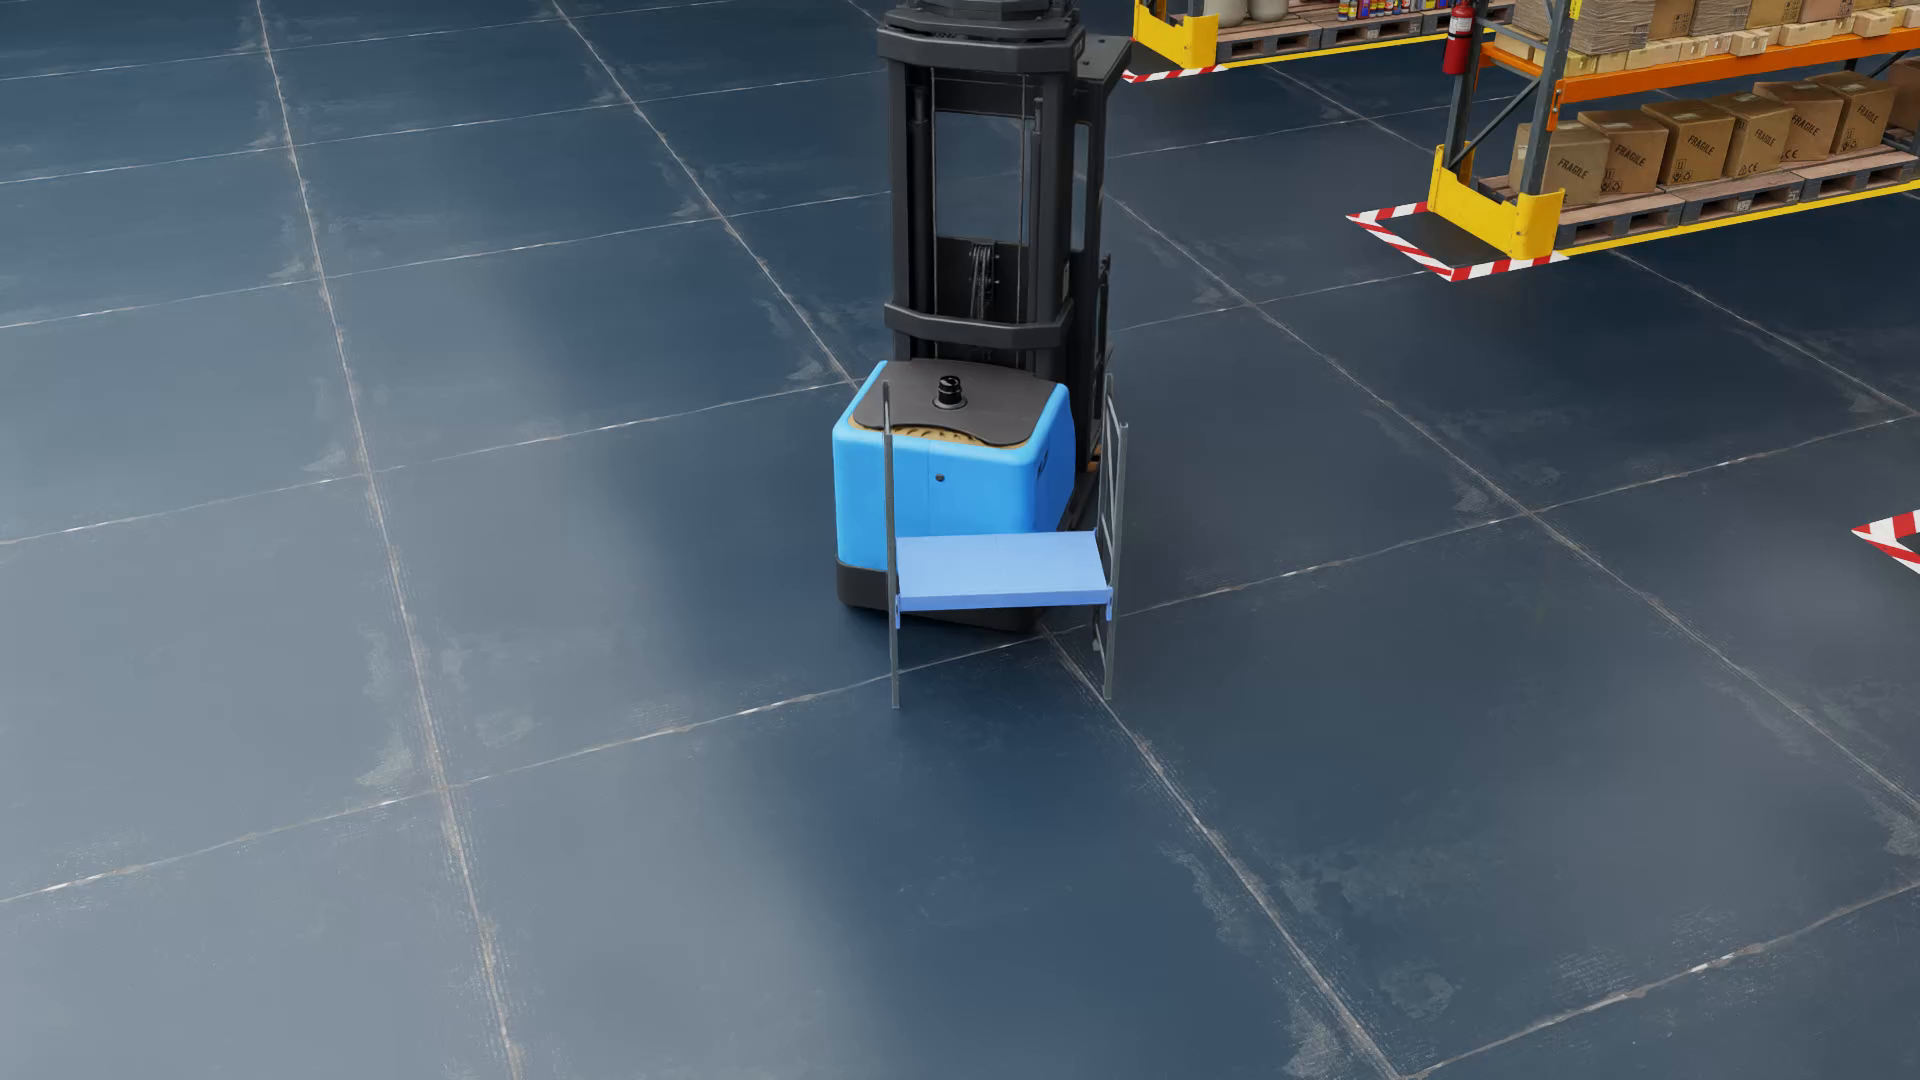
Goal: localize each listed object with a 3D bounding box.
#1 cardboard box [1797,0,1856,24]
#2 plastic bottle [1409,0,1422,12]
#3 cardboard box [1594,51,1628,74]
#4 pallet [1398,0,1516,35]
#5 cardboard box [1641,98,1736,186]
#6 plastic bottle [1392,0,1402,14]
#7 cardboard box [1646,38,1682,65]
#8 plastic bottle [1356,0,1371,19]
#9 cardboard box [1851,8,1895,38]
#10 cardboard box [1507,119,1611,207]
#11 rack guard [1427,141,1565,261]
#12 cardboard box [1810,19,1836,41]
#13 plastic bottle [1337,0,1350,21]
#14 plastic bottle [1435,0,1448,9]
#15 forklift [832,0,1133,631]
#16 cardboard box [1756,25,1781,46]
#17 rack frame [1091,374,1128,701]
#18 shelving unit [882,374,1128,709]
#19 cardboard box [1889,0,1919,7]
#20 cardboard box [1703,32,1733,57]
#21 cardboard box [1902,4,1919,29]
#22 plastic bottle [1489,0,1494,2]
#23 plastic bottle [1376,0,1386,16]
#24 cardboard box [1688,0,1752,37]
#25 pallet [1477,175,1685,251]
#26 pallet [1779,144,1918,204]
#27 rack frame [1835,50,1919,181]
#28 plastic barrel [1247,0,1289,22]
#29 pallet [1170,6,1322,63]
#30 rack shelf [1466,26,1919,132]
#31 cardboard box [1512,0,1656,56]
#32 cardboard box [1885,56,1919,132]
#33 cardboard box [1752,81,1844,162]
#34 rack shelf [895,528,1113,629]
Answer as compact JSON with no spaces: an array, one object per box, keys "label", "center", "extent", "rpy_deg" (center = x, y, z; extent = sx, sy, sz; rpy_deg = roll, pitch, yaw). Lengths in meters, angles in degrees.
[{"label":"cardboard box","center":[6.359,-4.341,12.724],"extent":[0.500,0.500,0.875],"rpy_deg":[-13,35,-19]},{"label":"plastic bottle","center":[4.669,-5.594,17.108],"extent":[0.135,0.276,0.152],"rpy_deg":[-12,35,-18]},{"label":"cardboard box","center":[4.600,-3.516,12.051],"extent":[0.250,0.149,0.380],"rpy_deg":[-13,35,-19]},{"label":"pallet","center":[5.142,-5.683,17.709],"extent":[1.213,0.211,1.003],"rpy_deg":[-13,35,-19]},{"label":"cardboard box","center":[5.711,-3.155,13.174],"extent":[0.500,0.500,0.500],"rpy_deg":[-10,34,-14]},{"label":"plastic bottle","center":[4.477,-5.531,17.017],"extent":[0.097,0.271,0.097],"rpy_deg":[0,33,0]},{"label":"cardboard box","center":[5.058,-3.624,12.218],"extent":[0.250,0.149,0.380],"rpy_deg":[-13,35,-19]},{"label":"plastic bottle","center":[4.097,-5.439,16.864],"extent":[0.133,0.283,0.061],"rpy_deg":[-12,35,-18]},{"label":"cardboard box","center":[6.935,-4.004,12.802],"extent":[0.250,0.149,0.380],"rpy_deg":[-13,35,-19]},{"label":"cardboard box","center":[4.589,-2.889,12.765],"extent":[0.500,0.500,0.500],"rpy_deg":[-7,34,-10]},{"label":"rack guard","center":[4.077,-2.606,12.715],"extent":[0.348,0.500,1.175],"rpy_deg":[-13,35,-19]},{"label":"cardboard box","center":[6.438,-3.945,12.711],"extent":[0.250,0.149,0.380],"rpy_deg":[-13,35,-19]},{"label":"plastic bottle","center":[3.881,-5.395,16.808],"extent":[0.097,0.271,0.097],"rpy_deg":[0,33,0]},{"label":"plastic bottle","center":[4.984,-5.642,17.176],"extent":[0.133,0.283,0.061],"rpy_deg":[-11,35,-16]},{"label":"forklift","center":[0.252,-1.568,8.891],"extent":[1.130,2.935,3.031],"rpy_deg":[9,34,13]},{"label":"cardboard box","center":[5.961,-3.860,12.580],"extent":[0.250,0.149,0.380],"rpy_deg":[-13,35,-19]},{"label":"rack frame","center":[0.694,0.007,7.783],"extent":[0.032,1.500,0.500],"rpy_deg":[-2,33,-3]},{"label":"shelving unit","center":[0.187,0.024,7.755],"extent":[1.048,1.500,0.538],"rpy_deg":[-2,33,-3]},{"label":"cardboard box","center":[7.256,-4.585,13.100],"extent":[0.500,0.500,0.875],"rpy_deg":[-13,35,-19]},{"label":"cardboard box","center":[5.512,-3.740,12.396],"extent":[0.250,0.149,0.380],"rpy_deg":[-13,35,-19]},{"label":"cardboard box","center":[7.376,-4.136,13.004],"extent":[0.250,0.149,0.380],"rpy_deg":[-13,35,-19]},{"label":"plastic bottle","center":[5.563,-5.751,17.419],"extent":[0.097,0.201,0.097],"rpy_deg":[0,33,0]},{"label":"plastic bottle","center":[4.290,-5.489,16.951],"extent":[0.097,0.271,0.097],"rpy_deg":[0,33,0]},{"label":"cardboard box","center":[5.417,-4.156,12.441],"extent":[0.500,0.500,0.875],"rpy_deg":[-13,35,-19]},{"label":"pallet","center":[4.839,-2.639,13.030],"extent":[1.213,0.211,1.003],"rpy_deg":[-13,35,-19]},{"label":"pallet","center":[7.089,-3.154,13.821],"extent":[1.213,0.211,1.003],"rpy_deg":[-13,35,-19]},{"label":"rack frame","center":[7.695,-4.482,13.306],"extent":[0.127,3.000,1.000],"rpy_deg":[-13,35,-19]},{"label":"plastic barrel","center":[3.129,-5.545,16.835],"extent":[0.421,0.512,0.421],"rpy_deg":[0,33,0]},{"label":"pallet","center":[2.892,-5.168,16.917],"extent":[1.213,0.211,1.003],"rpy_deg":[-13,35,-19]},{"label":"rack shelf","center":[5.851,-3.758,12.853],"extent":[4.000,0.370,1.077],"rpy_deg":[-13,35,-19]},{"label":"cardboard box","center":[4.524,-3.907,12.057],"extent":[0.500,0.500,0.875],"rpy_deg":[-13,35,-19]},{"label":"cardboard box","center":[8.269,-3.738,14.051],"extent":[0.500,0.500,0.700],"rpy_deg":[-16,36,-23]},{"label":"cardboard box","center":[6.785,-3.421,13.583],"extent":[0.500,0.500,0.500],"rpy_deg":[-2,33,-4]},{"label":"rack shelf","center":[0.187,0.175,7.853],"extent":[1.000,0.185,0.538],"rpy_deg":[-2,33,-3]}]
